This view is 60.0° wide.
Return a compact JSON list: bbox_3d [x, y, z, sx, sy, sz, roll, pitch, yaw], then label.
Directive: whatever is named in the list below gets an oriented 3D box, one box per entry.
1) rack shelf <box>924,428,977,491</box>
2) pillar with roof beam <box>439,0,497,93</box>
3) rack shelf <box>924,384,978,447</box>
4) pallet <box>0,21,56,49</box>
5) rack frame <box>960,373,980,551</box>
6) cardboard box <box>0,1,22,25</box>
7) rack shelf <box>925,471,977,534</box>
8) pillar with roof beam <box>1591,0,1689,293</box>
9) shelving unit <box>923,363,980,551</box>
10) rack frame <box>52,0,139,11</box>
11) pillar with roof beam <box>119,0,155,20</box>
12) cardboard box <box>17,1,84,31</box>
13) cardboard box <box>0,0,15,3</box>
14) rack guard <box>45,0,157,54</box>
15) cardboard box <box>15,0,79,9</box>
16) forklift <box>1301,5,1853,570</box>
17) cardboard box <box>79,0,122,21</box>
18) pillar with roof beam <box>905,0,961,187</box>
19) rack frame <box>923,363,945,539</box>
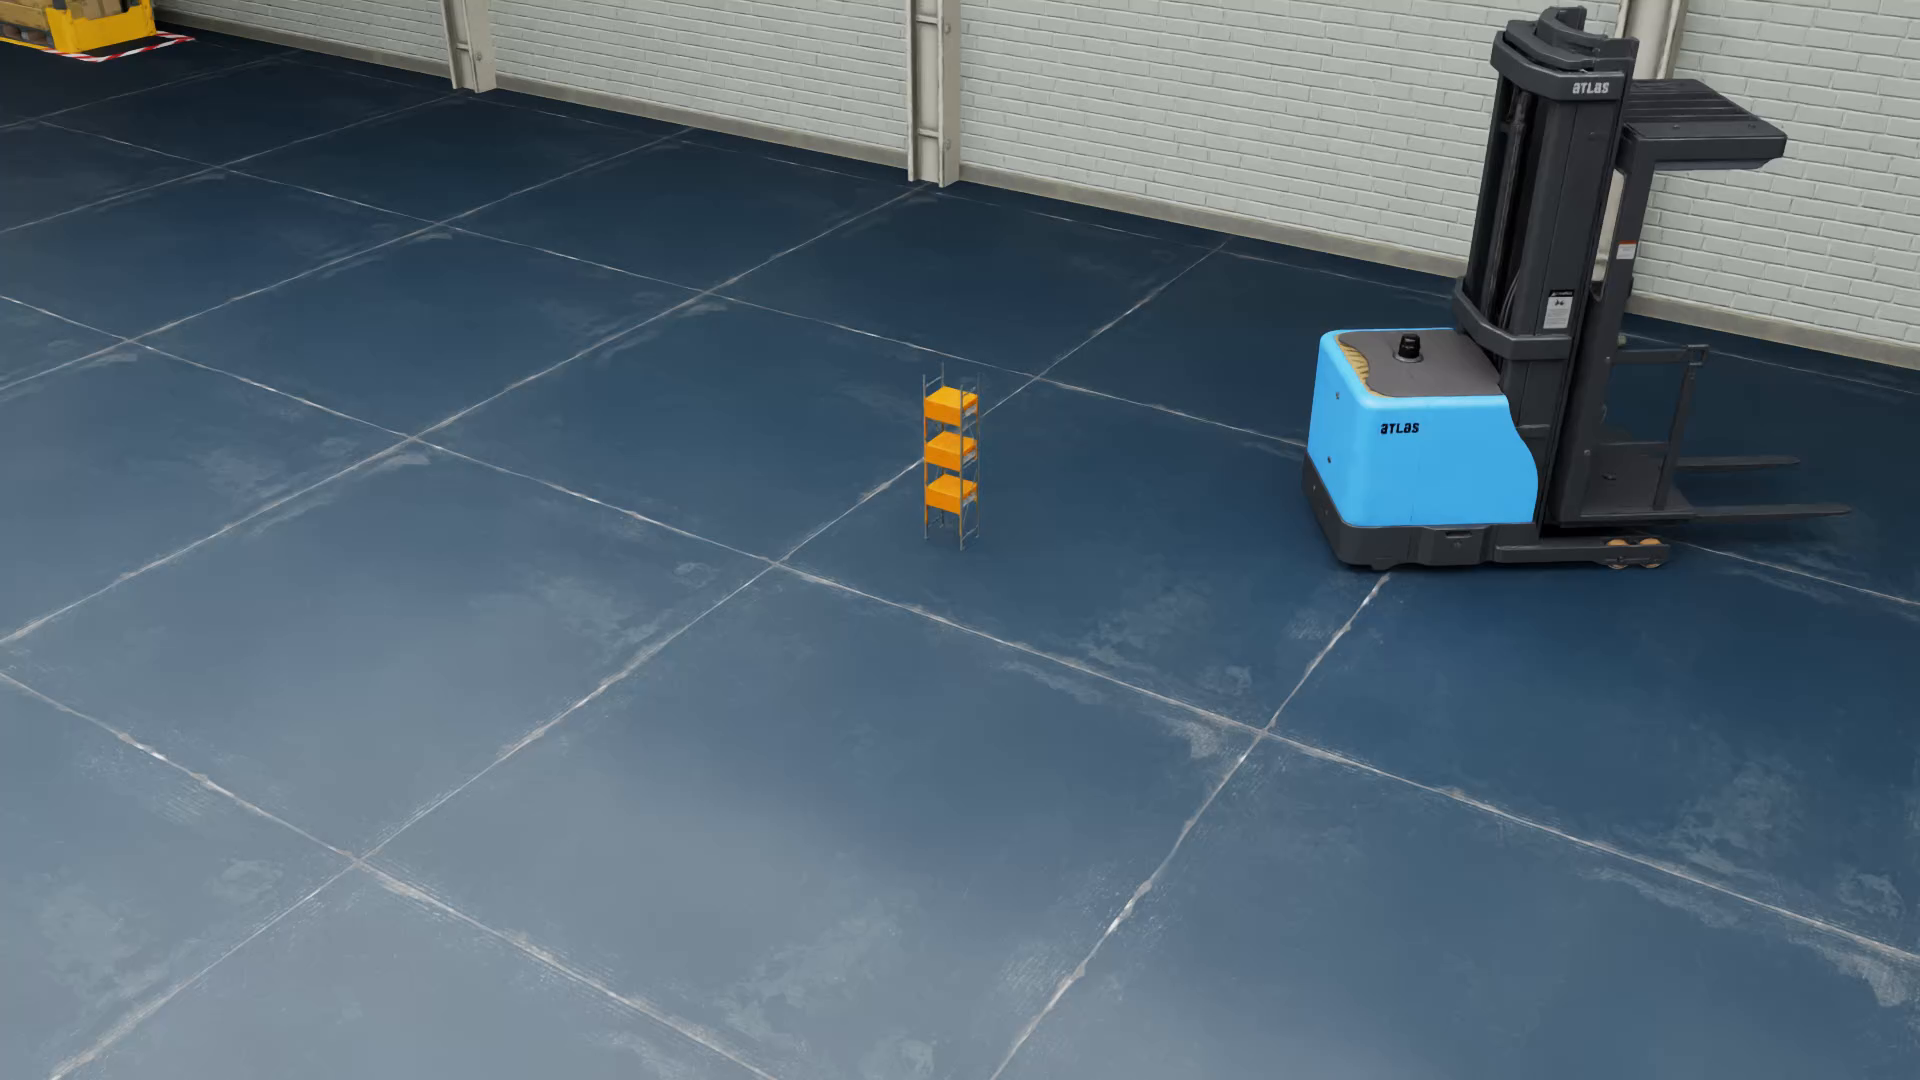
[{"bbox_3d":[-0.045,-0.459,9.515,0.240,0.259,0.215,18,35,27],"label":"rack shelf"},{"bbox_3d":[-7.609,-7.021,12.854,0.400,9.000,9.100,18,35,27],"label":"pillar with roof beam"},{"bbox_3d":[-0.045,-0.704,9.372,0.240,0.259,0.215,18,35,27],"label":"rack shelf"},{"bbox_3d":[-10.961,-6.285,20.314,1.213,0.211,1.003,18,35,27],"label":"pallet"},{"bbox_3d":[0.058,-0.435,9.454,0.008,1.050,0.200,18,35,27],"label":"rack frame"},{"bbox_3d":[-11.273,-6.425,20.098,0.500,0.250,0.500,18,35,27],"label":"cardboard box"},{"bbox_3d":[-0.045,-0.219,9.655,0.240,0.259,0.215,18,35,27],"label":"rack shelf"},{"bbox_3d":[2.555,-3.806,7.344,0.400,9.000,9.100,18,35,27],"label":"pillar with roof beam"},{"bbox_3d":[-0.045,-0.468,9.510,0.252,1.050,0.215,18,35,27],"label":"shelving unit"},{"bbox_3d":[-10.291,-7.303,19.291,0.127,3.000,1.000,18,35,27],"label":"rack frame"},{"bbox_3d":[-12.691,-8.628,15.609,0.400,9.000,9.100,18,35,27],"label":"pillar with roof beam"},{"bbox_3d":[-10.857,-6.288,19.863,0.500,0.250,0.500,18,35,28],"label":"cardboard box"},{"bbox_3d":[-11.289,-6.648,19.985,0.500,0.250,0.500,17,34,27],"label":"cardboard box"},{"bbox_3d":[-10.271,-6.217,19.910,0.348,0.500,1.175,18,35,27],"label":"rack guard"},{"bbox_3d":[-10.870,-6.510,19.747,0.500,0.250,0.500,17,34,27],"label":"cardboard box"},{"bbox_3d":[3.625,-1.368,9.186,3.031,2.935,1.130,-2,30,-3],"label":"forklift"},{"bbox_3d":[-10.603,-6.512,20.247,0.500,0.250,0.500,18,35,28],"label":"cardboard box"},{"bbox_3d":[-2.527,-5.413,10.099,0.400,9.000,9.100,18,35,27],"label":"pillar with roof beam"},{"bbox_3d":[-0.149,-0.500,9.566,0.008,1.050,0.200,18,35,27],"label":"rack frame"}]
